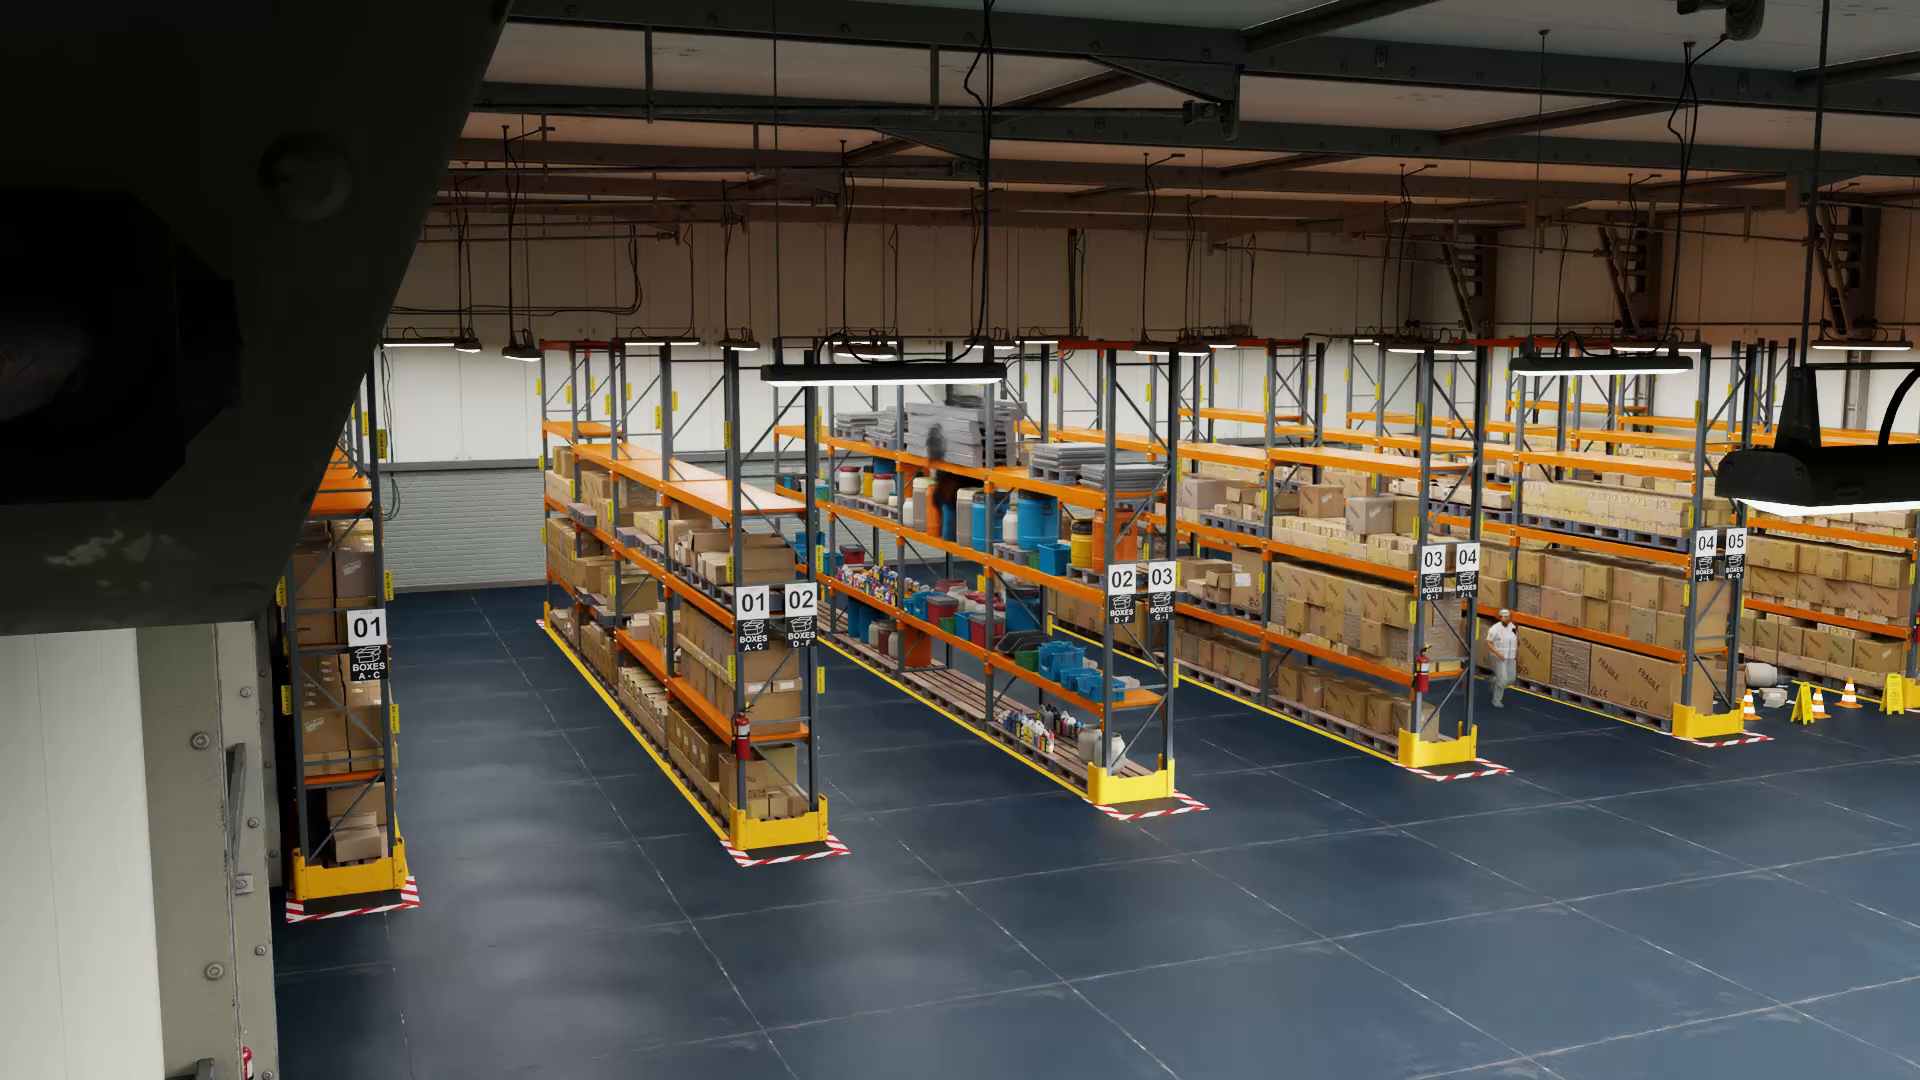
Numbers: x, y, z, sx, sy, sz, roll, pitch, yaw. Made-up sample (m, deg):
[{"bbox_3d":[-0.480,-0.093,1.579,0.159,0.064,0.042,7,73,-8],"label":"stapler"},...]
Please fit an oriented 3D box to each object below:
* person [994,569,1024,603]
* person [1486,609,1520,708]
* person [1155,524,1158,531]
[{"bbox_3d":[0.980,1.117,33.909,0.561,1.653,0.914,-2,8,-15],"label":"person"},{"bbox_3d":[9.016,1.949,27.673,0.634,1.643,0.621,-2,8,-17],"label":"person"},{"bbox_3d":[4.465,0.472,38.754,0.592,1.725,0.676,-3,8,-19],"label":"person"}]
